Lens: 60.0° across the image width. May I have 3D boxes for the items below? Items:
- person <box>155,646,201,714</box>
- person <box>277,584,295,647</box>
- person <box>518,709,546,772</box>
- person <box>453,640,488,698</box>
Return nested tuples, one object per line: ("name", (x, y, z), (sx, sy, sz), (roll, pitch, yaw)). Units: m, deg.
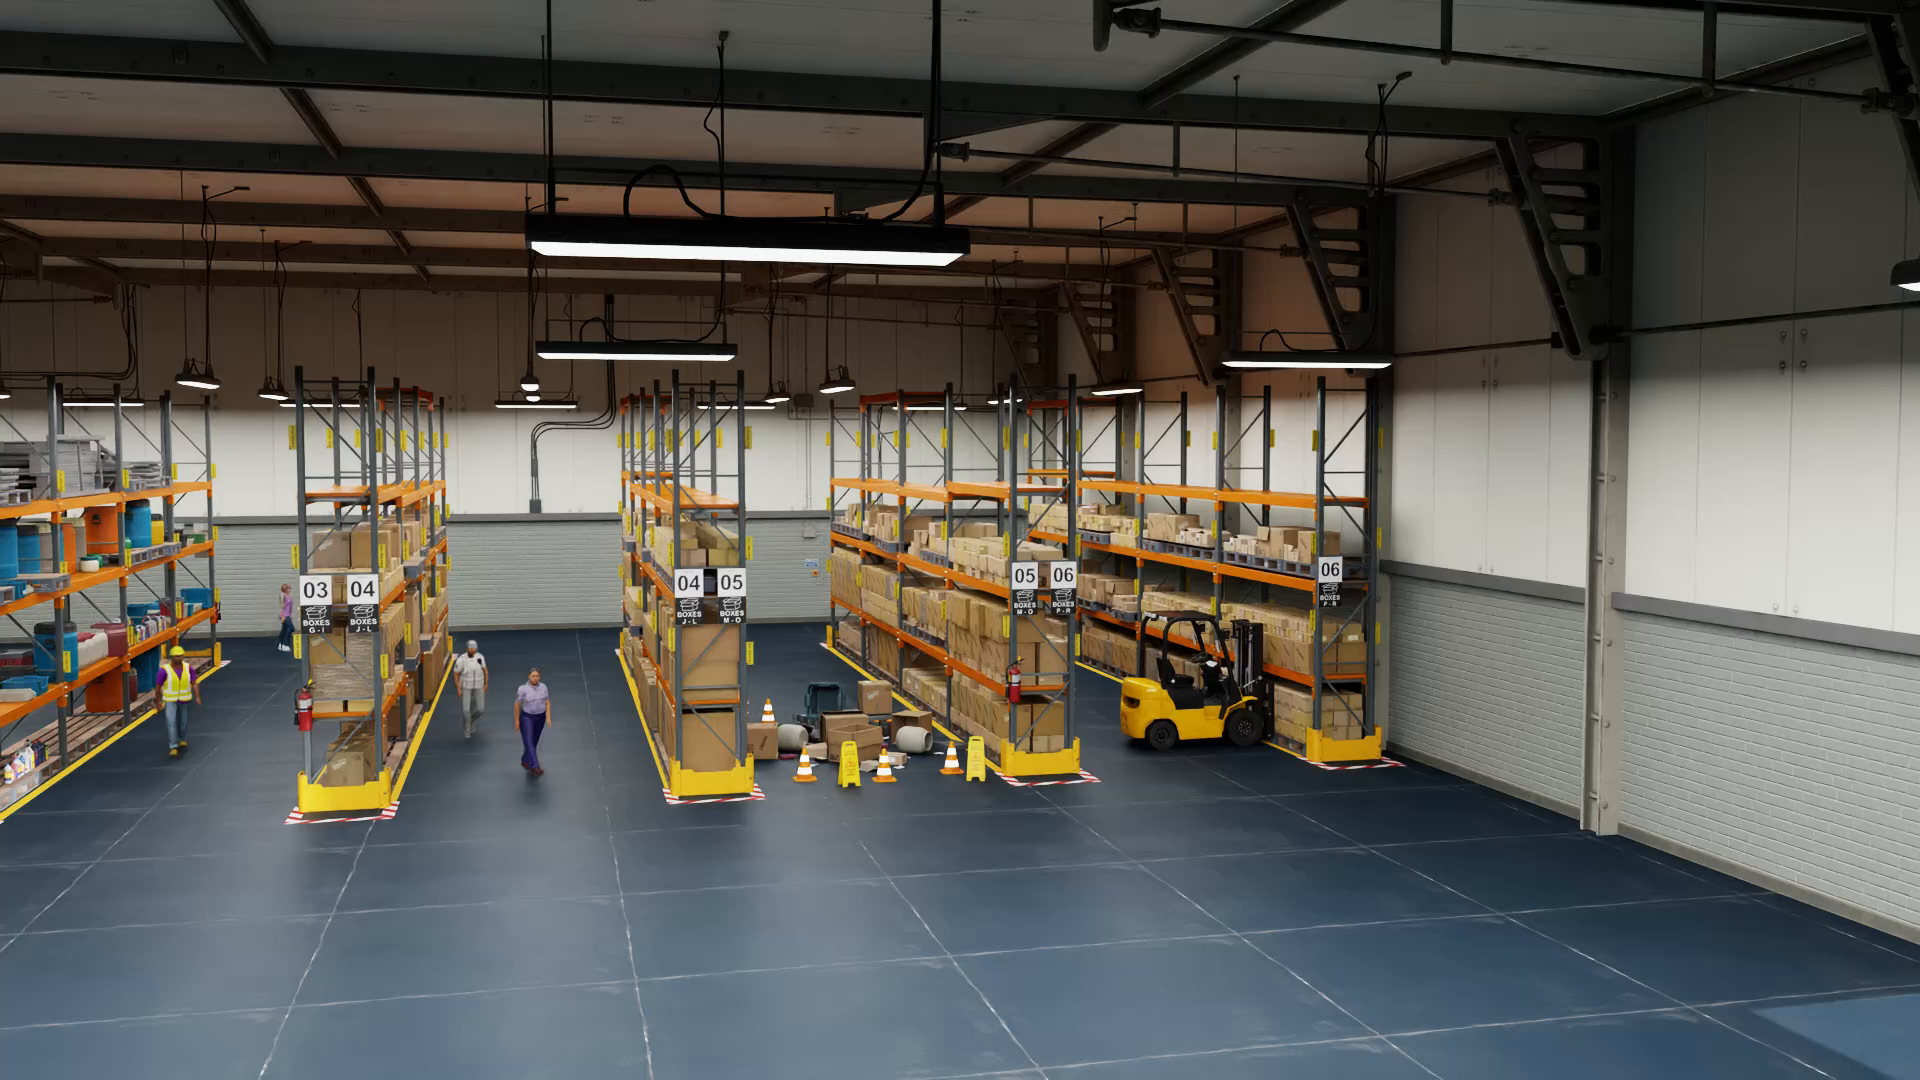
("person", (-12.472, 2.225, 26.498), (0.657, 1.066, 0.417), (-2, 4, -30))
("person", (-16.039, 1.796, 39.549), (0.448, 1.521, 0.428), (-1, 3, -13))
("person", (-6.424, 2.969, 24.954), (0.856, 0.907, 0.453), (3, 5, 44))
("person", (-8.271, 2.172, 28.133), (0.573, 0.955, 0.397), (-2, 4, -27))
